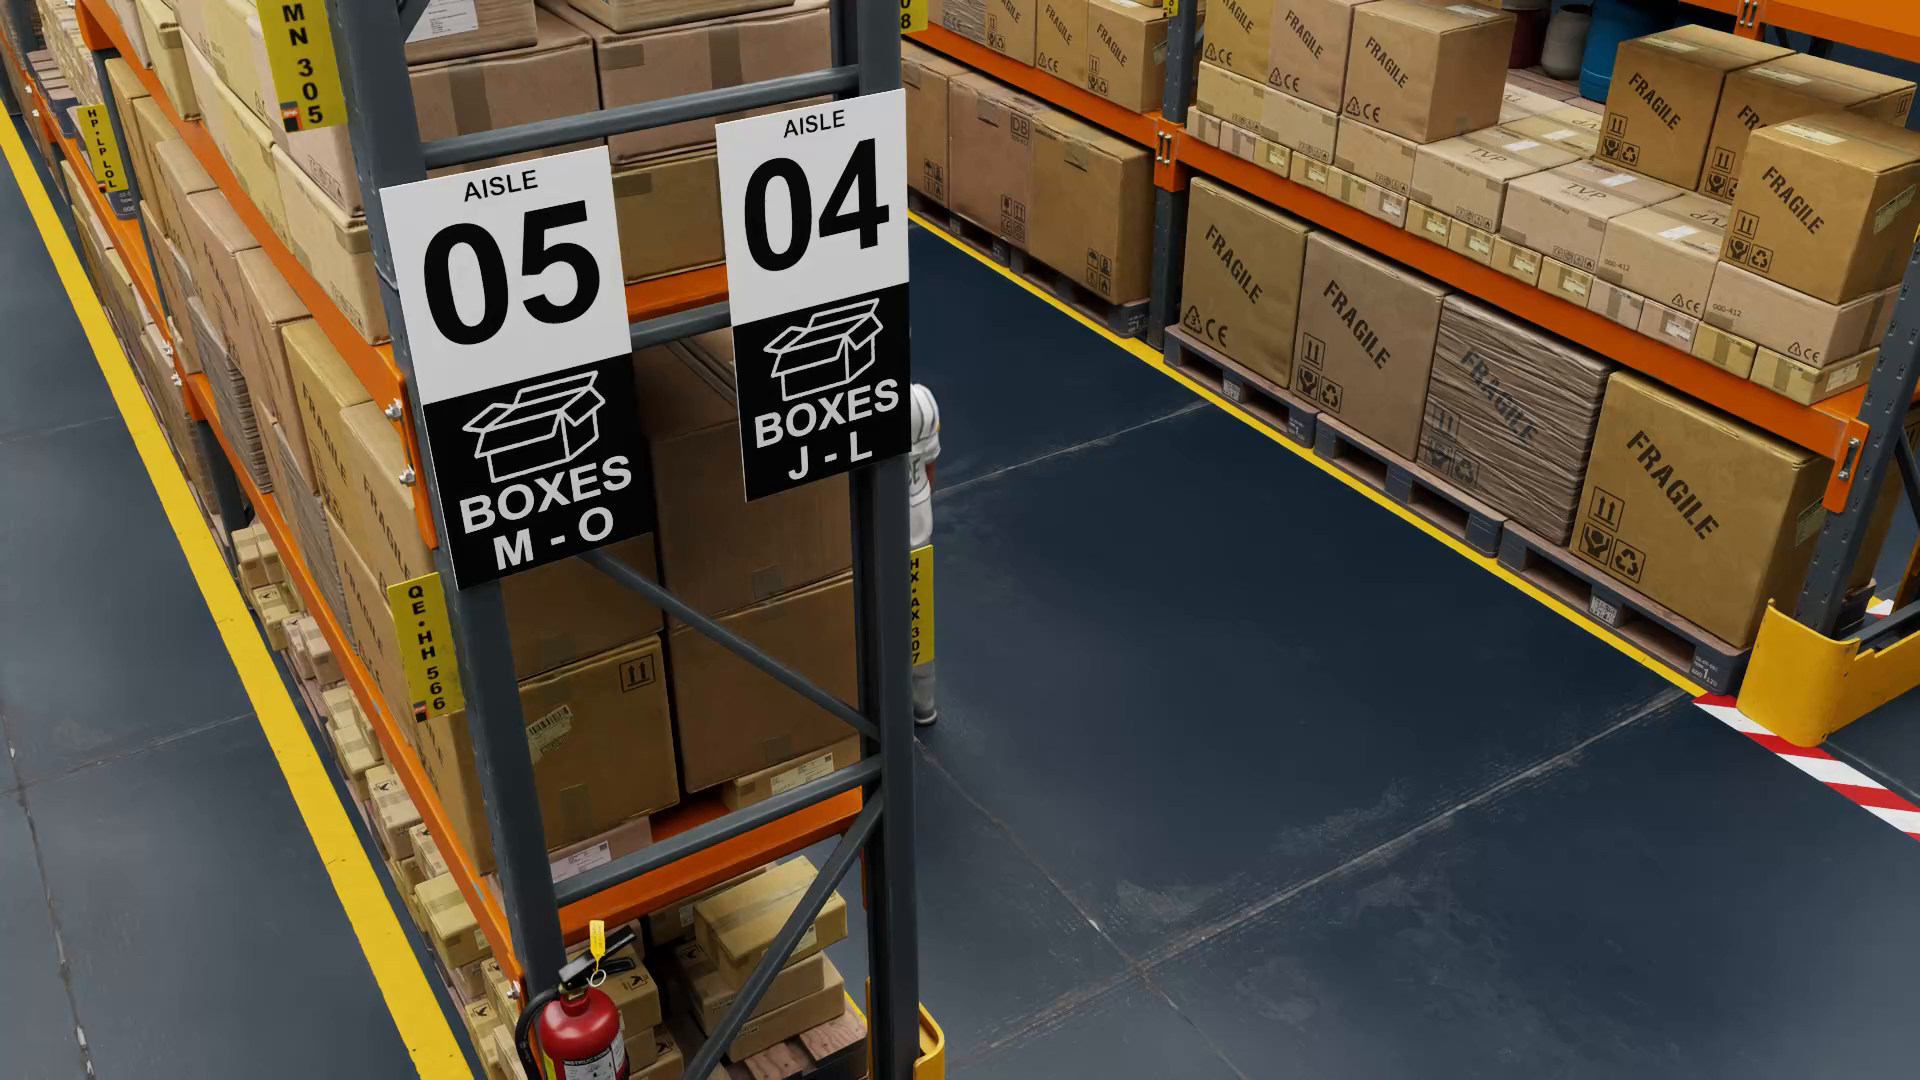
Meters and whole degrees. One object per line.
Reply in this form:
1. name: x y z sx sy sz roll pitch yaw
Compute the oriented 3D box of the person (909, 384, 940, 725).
1. person: -0.335 -0.021 6.162 0.526 1.757 0.393 -19 37 -27
